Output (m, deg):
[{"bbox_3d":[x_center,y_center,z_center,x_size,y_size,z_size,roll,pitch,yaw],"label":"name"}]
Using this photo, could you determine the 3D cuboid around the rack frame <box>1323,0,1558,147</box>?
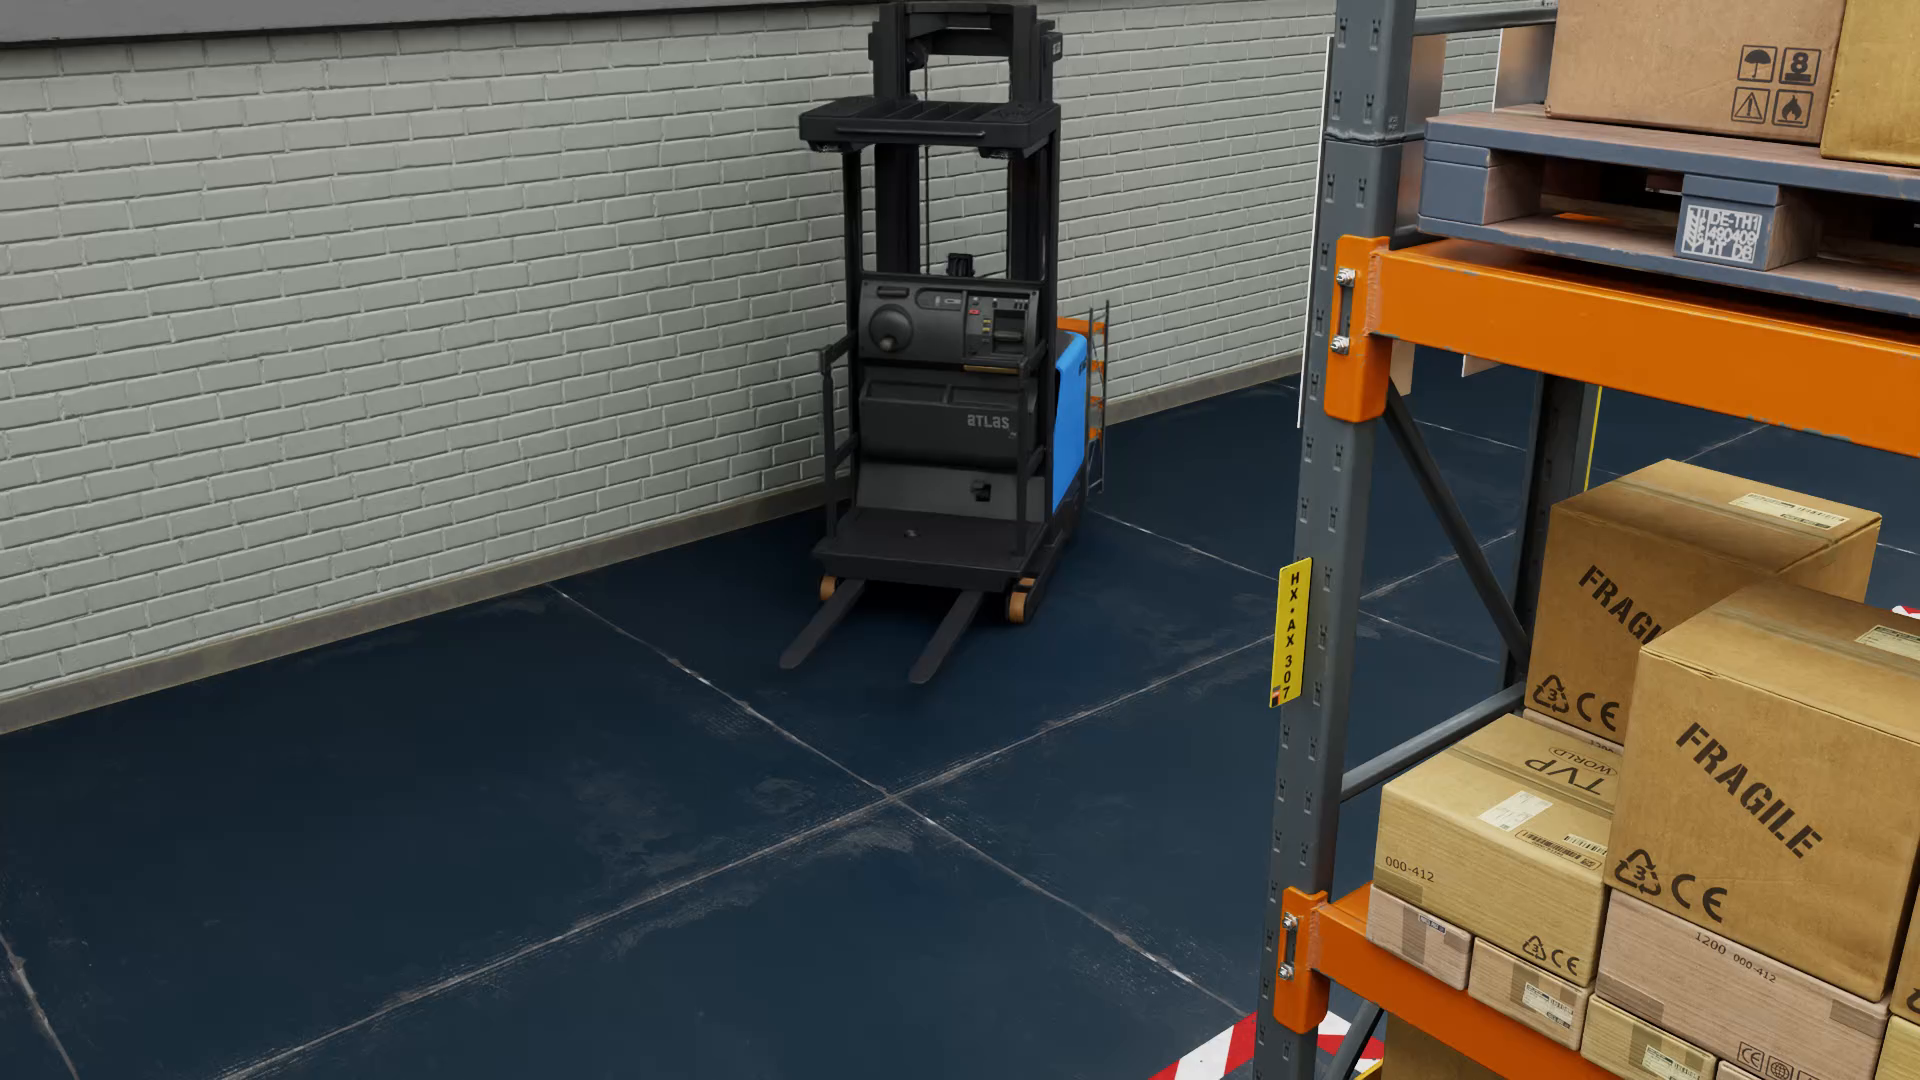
[{"bbox_3d":[1.133,-2.283,2.975,1.000,3.000,0.127,-17,27,-37],"label":"rack frame"}]

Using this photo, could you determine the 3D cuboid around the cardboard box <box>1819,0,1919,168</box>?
[{"bbox_3d":[1.789,-0.860,2.604,0.700,0.500,0.500,-19,28,-39],"label":"cardboard box"}]

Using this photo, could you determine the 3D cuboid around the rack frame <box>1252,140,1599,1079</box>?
[{"bbox_3d":[1.133,0.510,4.069,1.000,3.000,0.127,-17,27,-37],"label":"rack frame"}]

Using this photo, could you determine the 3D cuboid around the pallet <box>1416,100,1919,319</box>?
[{"bbox_3d":[1.625,-0.643,3.021,1.003,0.211,1.213,-17,27,-37],"label":"pallet"}]

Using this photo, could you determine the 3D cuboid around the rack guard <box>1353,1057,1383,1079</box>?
[{"bbox_3d":[1.117,1.667,4.542,1.175,0.500,0.348,-17,27,-37],"label":"rack guard"}]

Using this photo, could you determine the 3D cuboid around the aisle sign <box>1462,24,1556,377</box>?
[{"bbox_3d":[1.313,-0.792,3.828,0.394,0.787,0.004,-17,27,-37],"label":"aisle sign"}]

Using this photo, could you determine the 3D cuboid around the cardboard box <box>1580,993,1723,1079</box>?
[{"bbox_3d":[1.450,0.945,3.303,0.380,0.149,0.250,-18,28,-39],"label":"cardboard box"}]

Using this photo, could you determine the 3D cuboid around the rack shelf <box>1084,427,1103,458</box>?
[{"bbox_3d":[0.605,-0.619,10.146,0.480,0.148,0.258,12,24,28],"label":"rack shelf"}]

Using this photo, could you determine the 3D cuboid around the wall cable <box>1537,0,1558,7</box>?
[{"bbox_3d":[4.942,-3.889,13.865,0.585,1.953,0.123,-17,27,-37],"label":"wall cable"}]

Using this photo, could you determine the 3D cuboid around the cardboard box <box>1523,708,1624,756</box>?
[{"bbox_3d":[1.650,0.512,3.862,0.500,0.250,0.500,-18,28,-38],"label":"cardboard box"}]

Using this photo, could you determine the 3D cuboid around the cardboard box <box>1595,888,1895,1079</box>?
[{"bbox_3d":[1.586,0.780,3.177,0.500,0.250,0.500,-18,28,-38],"label":"cardboard box"}]

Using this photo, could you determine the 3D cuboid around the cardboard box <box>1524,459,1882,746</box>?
[{"bbox_3d":[1.650,0.164,3.721,0.500,0.500,0.500,-17,27,-37],"label":"cardboard box"}]

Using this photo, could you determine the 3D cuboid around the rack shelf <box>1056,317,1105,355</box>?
[{"bbox_3d":[0.606,-1.233,9.907,0.480,0.148,0.258,12,24,28],"label":"rack shelf"}]

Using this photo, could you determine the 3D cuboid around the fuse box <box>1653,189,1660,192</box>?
[{"bbox_3d":[6.628,-3.261,15.464,0.539,1.711,0.414,-17,27,-37],"label":"fuse box"}]

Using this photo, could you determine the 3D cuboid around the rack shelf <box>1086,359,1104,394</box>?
[{"bbox_3d":[0.606,-1.012,9.993,0.480,0.148,0.258,12,24,28],"label":"rack shelf"}]

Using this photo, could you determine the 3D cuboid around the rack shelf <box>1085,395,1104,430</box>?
[{"bbox_3d":[0.606,-0.804,10.074,0.480,0.148,0.258,12,24,28],"label":"rack shelf"}]

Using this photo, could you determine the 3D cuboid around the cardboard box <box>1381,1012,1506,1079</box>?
[{"bbox_3d":[1.611,1.462,3.977,0.875,0.875,0.875,-17,27,-37],"label":"cardboard box"}]

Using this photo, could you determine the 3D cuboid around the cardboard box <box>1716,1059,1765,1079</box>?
[{"bbox_3d":[1.621,1.017,3.120,0.380,0.149,0.250,-18,28,-38],"label":"cardboard box"}]

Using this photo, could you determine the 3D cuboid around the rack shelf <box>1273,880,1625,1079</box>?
[{"bbox_3d":[2.438,1.397,2.789,1.077,0.370,4.000,-17,27,-37],"label":"rack shelf"}]

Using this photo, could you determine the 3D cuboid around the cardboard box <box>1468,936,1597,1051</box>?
[{"bbox_3d":[1.283,0.874,3.484,0.380,0.149,0.250,-18,28,-38],"label":"cardboard box"}]

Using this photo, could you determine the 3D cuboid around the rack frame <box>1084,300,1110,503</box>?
[{"bbox_3d":[0.817,-0.822,9.936,0.015,1.200,0.240,12,24,28],"label":"rack frame"}]

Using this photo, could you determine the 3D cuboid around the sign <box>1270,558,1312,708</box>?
[{"bbox_3d":[0.708,0.200,3.564,0.100,0.325,0.005,-17,27,-37],"label":"sign"}]

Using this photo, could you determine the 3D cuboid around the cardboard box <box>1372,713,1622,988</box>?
[{"bbox_3d":[1.241,0.638,3.539,0.500,0.250,0.500,-18,28,-39],"label":"cardboard box"}]

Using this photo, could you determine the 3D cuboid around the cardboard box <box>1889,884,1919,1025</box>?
[{"bbox_3d":[1.911,0.569,2.688,0.500,0.500,0.500,-18,28,-39],"label":"cardboard box"}]

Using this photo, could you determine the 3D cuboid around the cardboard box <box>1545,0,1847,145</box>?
[{"bbox_3d":[1.513,-1.044,3.075,0.700,0.500,0.500,-20,29,-41],"label":"cardboard box"}]

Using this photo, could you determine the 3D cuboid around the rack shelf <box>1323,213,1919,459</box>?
[{"bbox_3d":[2.438,0.001,2.242,1.077,0.370,4.000,-17,27,-37],"label":"rack shelf"}]

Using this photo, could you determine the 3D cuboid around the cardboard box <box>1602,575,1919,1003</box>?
[{"bbox_3d":[1.568,0.427,3.050,0.500,0.500,0.500,-18,28,-39],"label":"cardboard box"}]

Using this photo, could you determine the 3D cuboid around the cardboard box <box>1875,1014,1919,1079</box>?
[{"bbox_3d":[1.911,0.920,2.820,0.500,0.250,0.500,-19,28,-39],"label":"cardboard box"}]

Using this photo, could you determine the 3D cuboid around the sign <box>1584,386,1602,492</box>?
[{"bbox_3d":[1.553,-0.265,4.135,0.100,0.325,0.005,-17,27,-37],"label":"sign"}]

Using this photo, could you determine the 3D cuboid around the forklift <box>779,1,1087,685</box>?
[{"bbox_3d":[-0.112,-1.094,8.258,1.130,2.935,3.031,5,22,13],"label":"forklift"}]

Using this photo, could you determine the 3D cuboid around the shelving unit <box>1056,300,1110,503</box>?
[{"bbox_3d":[0.606,-0.866,10.050,0.503,1.200,0.258,12,24,28],"label":"shelving unit"}]

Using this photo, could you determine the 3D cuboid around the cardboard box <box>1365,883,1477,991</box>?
[{"bbox_3d":[1.114,0.804,3.664,0.380,0.149,0.250,-17,27,-37],"label":"cardboard box"}]

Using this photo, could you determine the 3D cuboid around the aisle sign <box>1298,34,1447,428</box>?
[{"bbox_3d":[0.858,-0.649,3.463,0.394,0.787,0.004,-17,27,-37],"label":"aisle sign"}]
